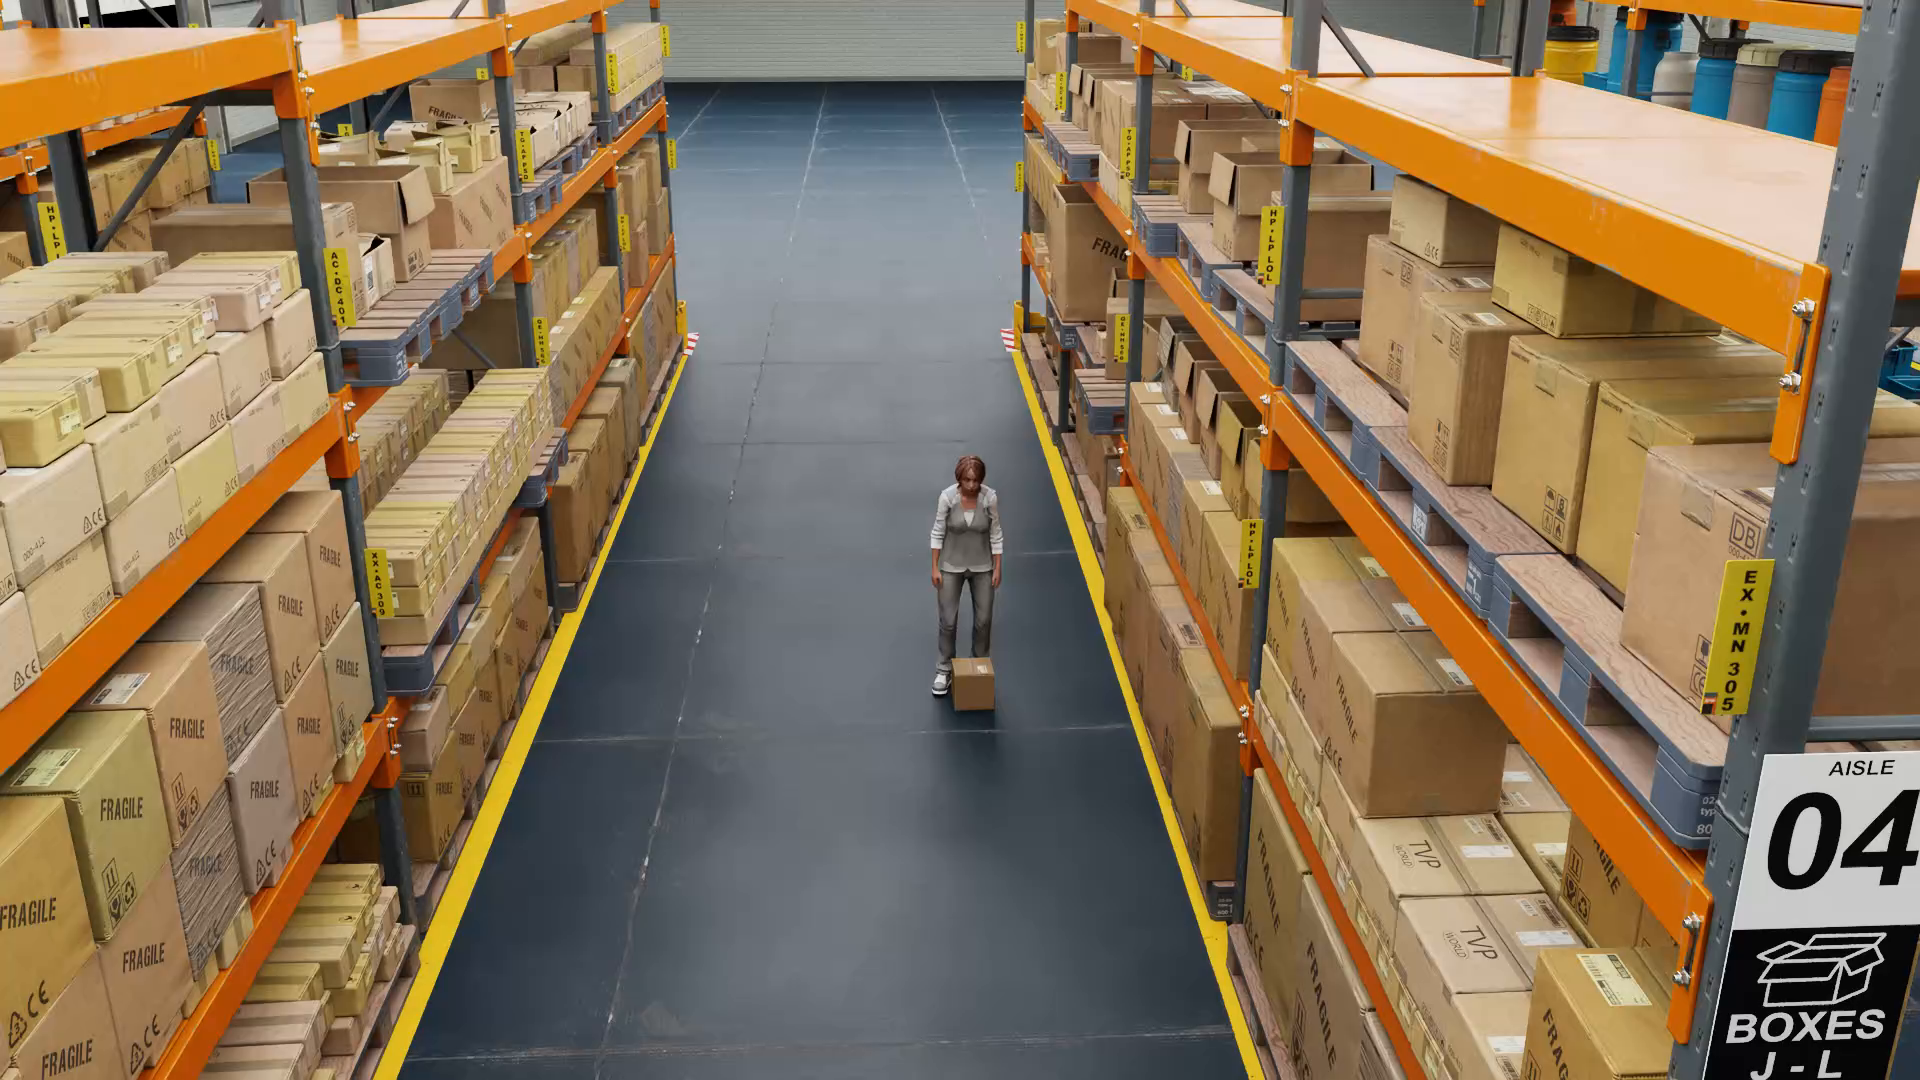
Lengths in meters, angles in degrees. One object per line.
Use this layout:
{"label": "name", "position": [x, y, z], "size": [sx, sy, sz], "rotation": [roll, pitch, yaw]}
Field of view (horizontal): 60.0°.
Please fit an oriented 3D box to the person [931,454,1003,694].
{"label": "person", "position": [0.043, 0.203, 10.558], "size": [0.460, 1.593, 0.346], "rotation": [-1, 21, -4]}
